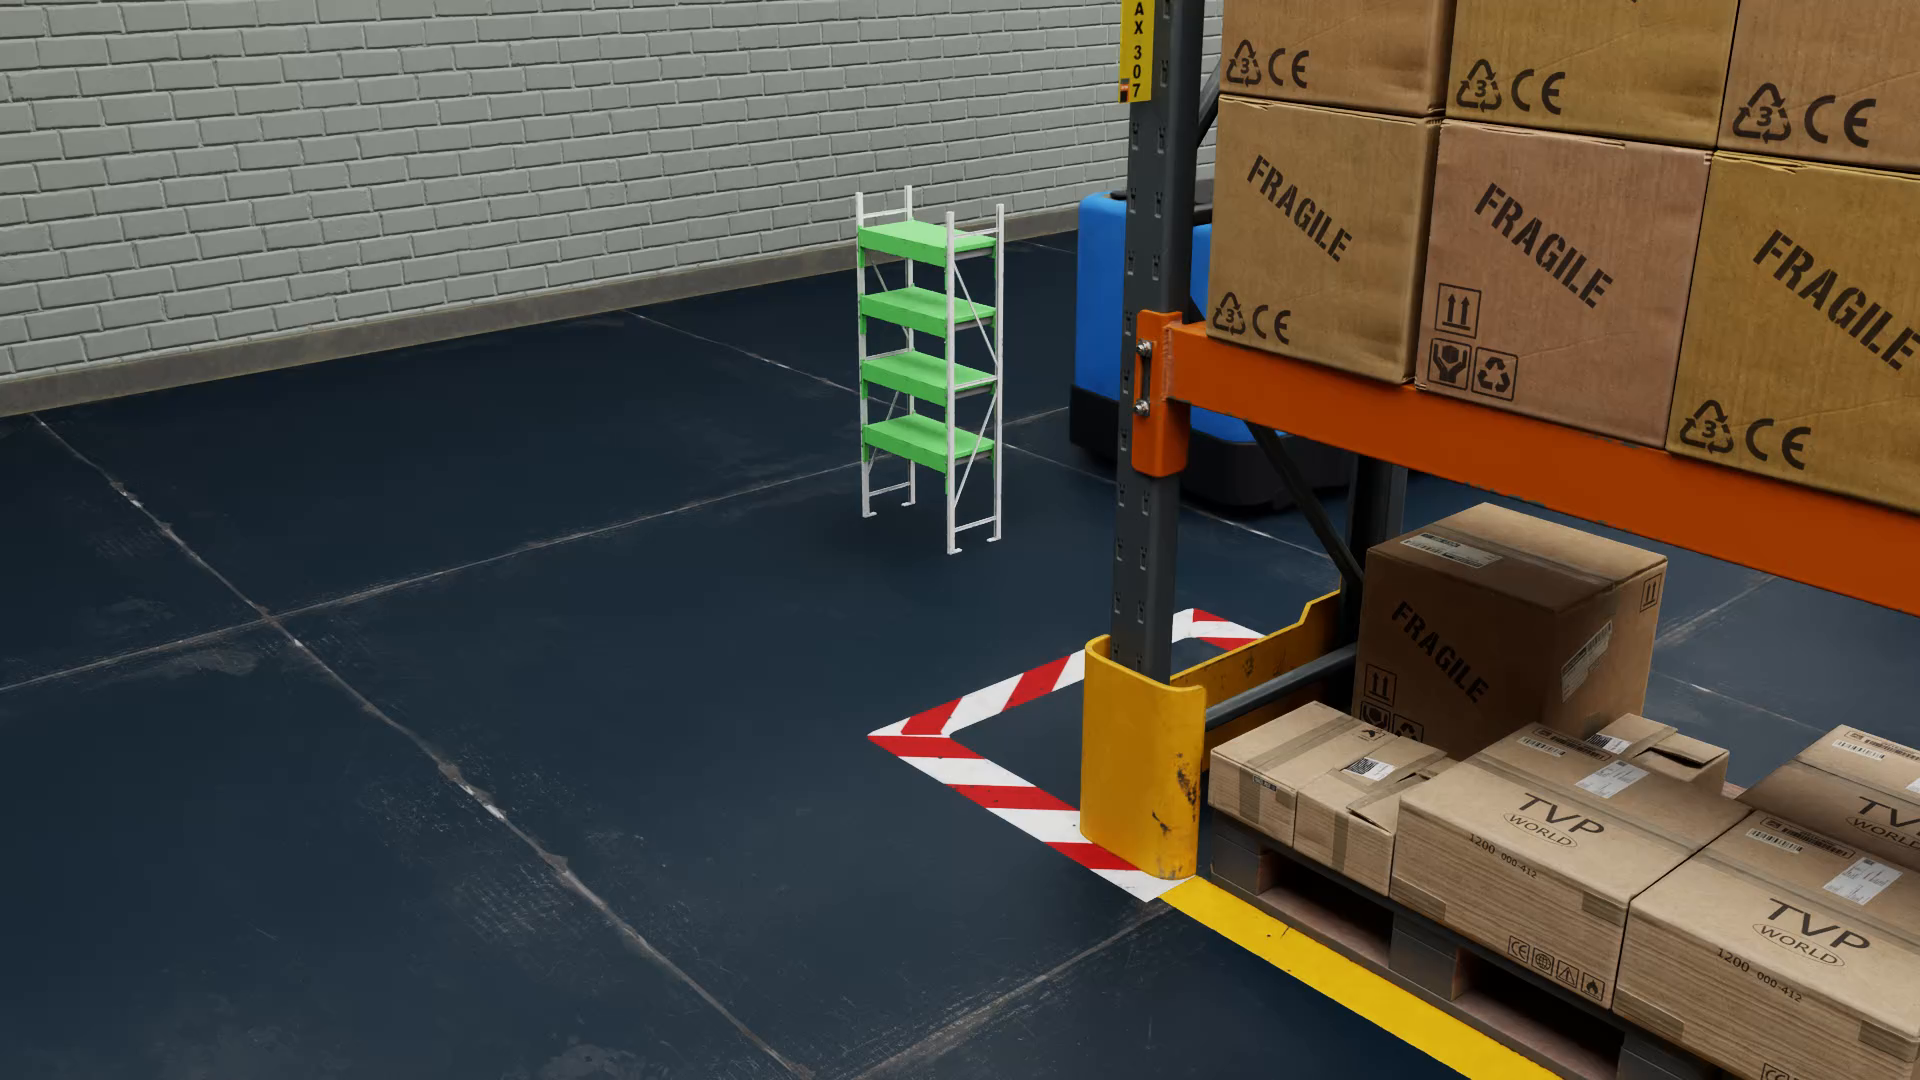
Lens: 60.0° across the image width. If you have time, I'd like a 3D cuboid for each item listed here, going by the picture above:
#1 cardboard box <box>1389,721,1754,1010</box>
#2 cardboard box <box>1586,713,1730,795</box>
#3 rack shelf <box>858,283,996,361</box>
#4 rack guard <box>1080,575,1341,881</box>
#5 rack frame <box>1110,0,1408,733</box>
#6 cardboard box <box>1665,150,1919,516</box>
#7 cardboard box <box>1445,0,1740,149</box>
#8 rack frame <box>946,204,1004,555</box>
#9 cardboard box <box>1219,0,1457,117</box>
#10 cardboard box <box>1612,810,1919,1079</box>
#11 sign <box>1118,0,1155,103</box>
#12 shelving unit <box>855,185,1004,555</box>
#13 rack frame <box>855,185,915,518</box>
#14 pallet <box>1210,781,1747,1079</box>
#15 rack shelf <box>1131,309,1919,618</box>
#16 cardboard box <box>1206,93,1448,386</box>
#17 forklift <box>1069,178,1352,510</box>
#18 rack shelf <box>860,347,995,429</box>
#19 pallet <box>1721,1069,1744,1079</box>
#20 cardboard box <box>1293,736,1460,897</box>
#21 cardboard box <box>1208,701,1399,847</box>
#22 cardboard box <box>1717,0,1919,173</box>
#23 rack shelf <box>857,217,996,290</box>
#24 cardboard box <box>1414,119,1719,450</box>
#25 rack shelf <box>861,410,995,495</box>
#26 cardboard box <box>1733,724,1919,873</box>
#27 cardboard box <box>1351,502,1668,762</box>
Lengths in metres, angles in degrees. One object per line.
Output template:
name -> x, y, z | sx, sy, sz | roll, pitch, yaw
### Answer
cardboard box -> 1.243, 0.642, 3.400 | 0.500, 0.250, 0.500 | -17, 27, -37
cardboard box -> 1.514, 0.550, 3.749 | 0.380, 0.166, 0.250 | -17, 27, -37
rack shelf -> -0.108, -0.768, 5.818 | 0.258, 0.148, 0.480 | -17, 27, -37
rack guard -> 0.826, 0.395, 4.289 | 1.175, 0.500, 0.348 | -17, 27, -37
rack frame -> 0.777, -0.790, 3.887 | 1.000, 3.000, 0.127 | -17, 27, -37
cardboard box -> 1.533, -0.370, 2.679 | 0.500, 0.500, 0.500 | -18, 27, -38
cardboard box -> 1.213, -0.974, 2.849 | 0.500, 0.500, 0.500 | -17, 27, -37
rack frame -> 0.051, -0.537, 5.710 | 0.240, 1.200, 0.015 | -17, 27, -37
cardboard box -> 0.867, -1.116, 3.213 | 0.500, 0.500, 0.500 | -16, 27, -36
cardboard box -> 1.569, 0.780, 3.047 | 0.500, 0.250, 0.500 | -17, 27, -37
sign -> 0.366, -1.064, 3.399 | 0.100, 0.325, 0.005 | -17, 27, -37
shelving unit -> -0.108, -0.604, 5.882 | 0.258, 1.200, 0.503 | -17, 27, -37
rack frame -> -0.267, -0.672, 6.054 | 0.240, 1.200, 0.015 | -17, 27, -37
pallet -> 1.347, 0.750, 3.780 | 1.003, 0.211, 1.213 | -17, 27, -37
rack shelf -> 2.082, 0.098, 2.608 | 1.077, 0.370, 4.000 | -17, 27, -37
cardboard box -> 0.867, -0.651, 3.396 | 0.500, 0.500, 0.500 | -17, 27, -36
forklift -> 1.948, -1.879, 6.764 | 3.031, 2.935, 1.130 | -14, 26, -32
rack shelf -> -0.108, -0.545, 5.905 | 0.258, 0.148, 0.480 | -17, 27, -37
pallet -> 2.140, 1.087, 2.920 | 1.003, 0.211, 1.213 | -17, 27, -37
cardboard box -> 0.953, 0.591, 3.643 | 0.380, 0.166, 0.250 | -17, 27, -37
cardboard box -> 0.790, 0.530, 3.823 | 0.380, 0.149, 0.250 | -17, 27, -37
cardboard box -> 1.536, -0.834, 2.493 | 0.500, 0.500, 0.500 | -17, 27, -37
rack shelf -> -0.108, -0.992, 5.730 | 0.258, 0.148, 0.480 | -17, 27, -37
cardboard box -> 1.207, -0.510, 3.035 | 0.500, 0.500, 0.500 | -18, 28, -38
rack shelf -> -0.108, -0.321, 5.993 | 0.258, 0.148, 0.480 | -17, 27, -37
cardboard box -> 1.916, 0.647, 3.386 | 0.500, 0.250, 0.500 | -17, 27, -37
cardboard box -> 1.318, 0.261, 4.029 | 0.500, 0.500, 0.500 | -17, 27, -37
